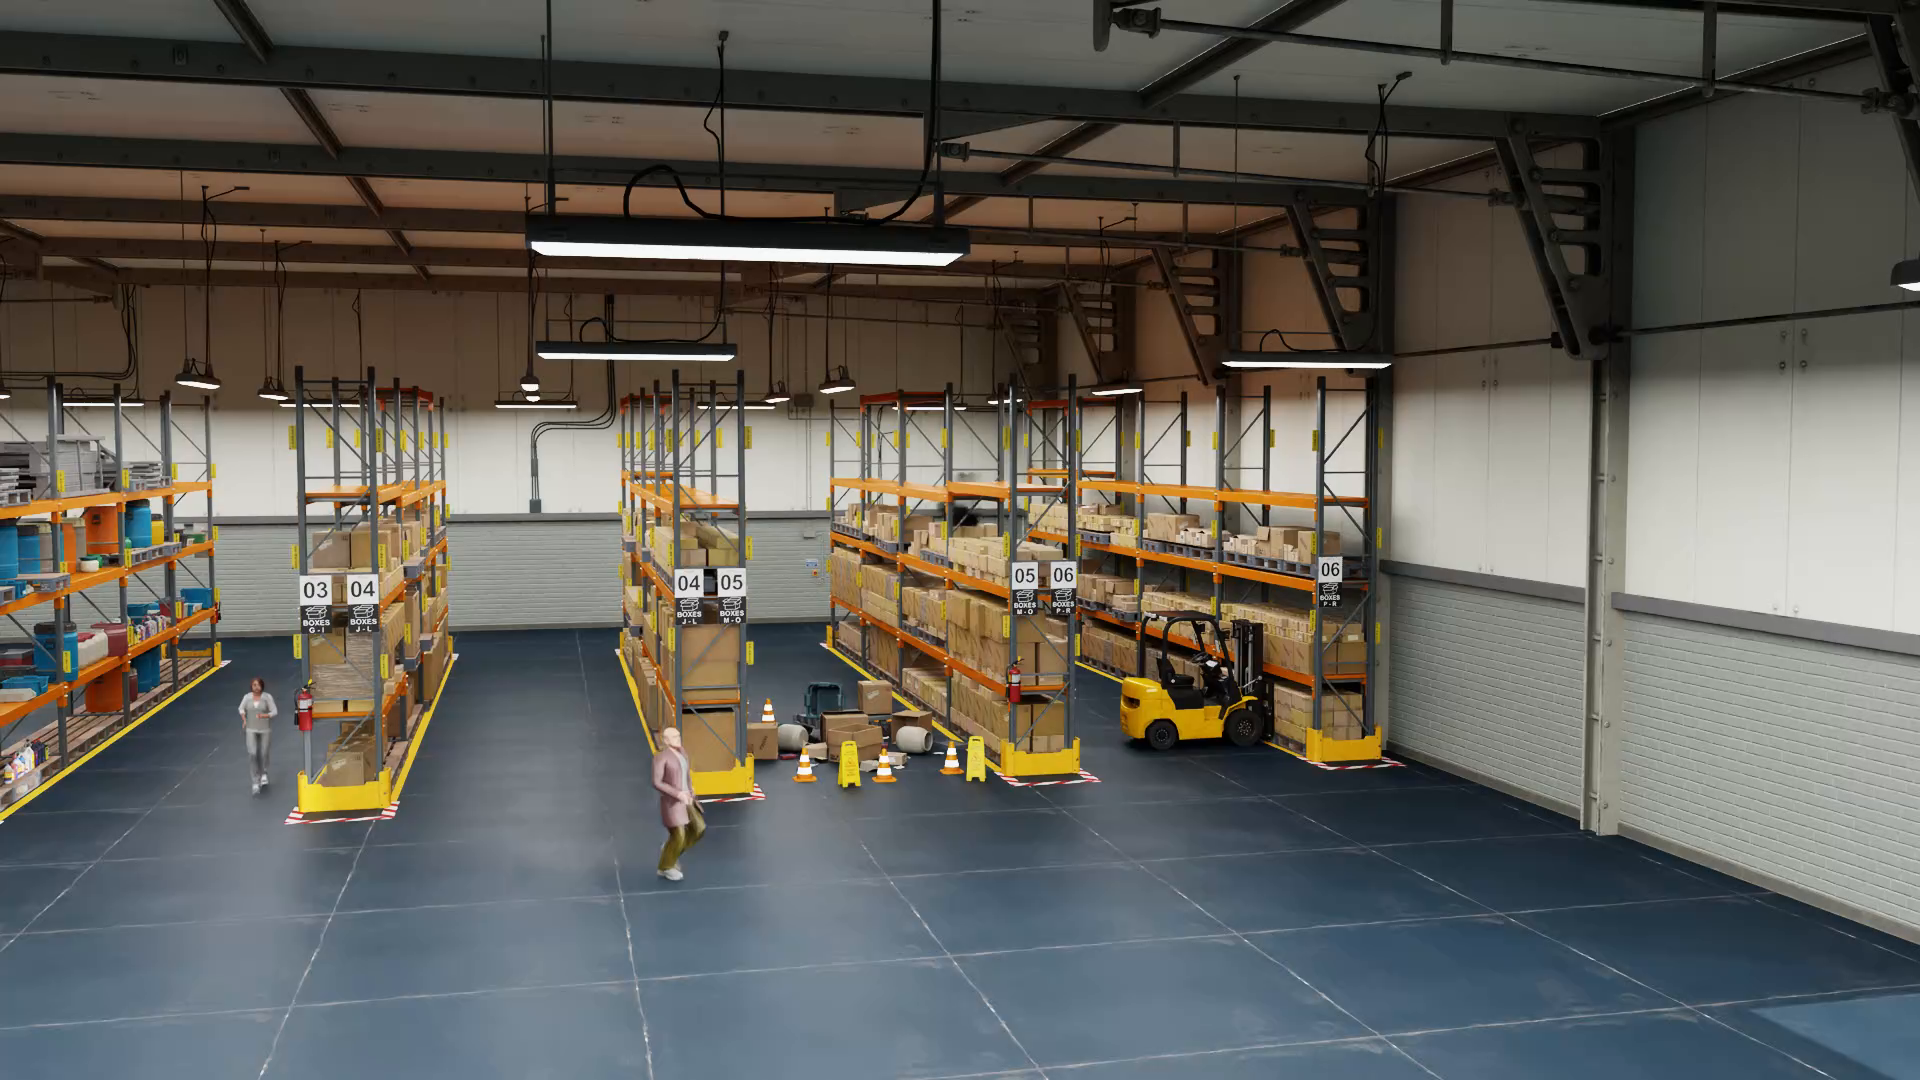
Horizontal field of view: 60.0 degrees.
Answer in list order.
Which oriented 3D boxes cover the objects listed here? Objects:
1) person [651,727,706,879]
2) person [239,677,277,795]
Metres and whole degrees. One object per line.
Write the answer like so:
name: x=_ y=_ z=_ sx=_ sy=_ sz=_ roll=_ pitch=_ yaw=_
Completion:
person: x=-3.217 y=3.001 z=18.995 sx=0.585 sy=1.738 sz=0.721 roll=2 pitch=4 yaw=26
person: x=-10.047 y=2.773 z=23.807 sx=0.521 sy=1.636 sz=0.675 roll=-1 pitch=4 yaw=-20
